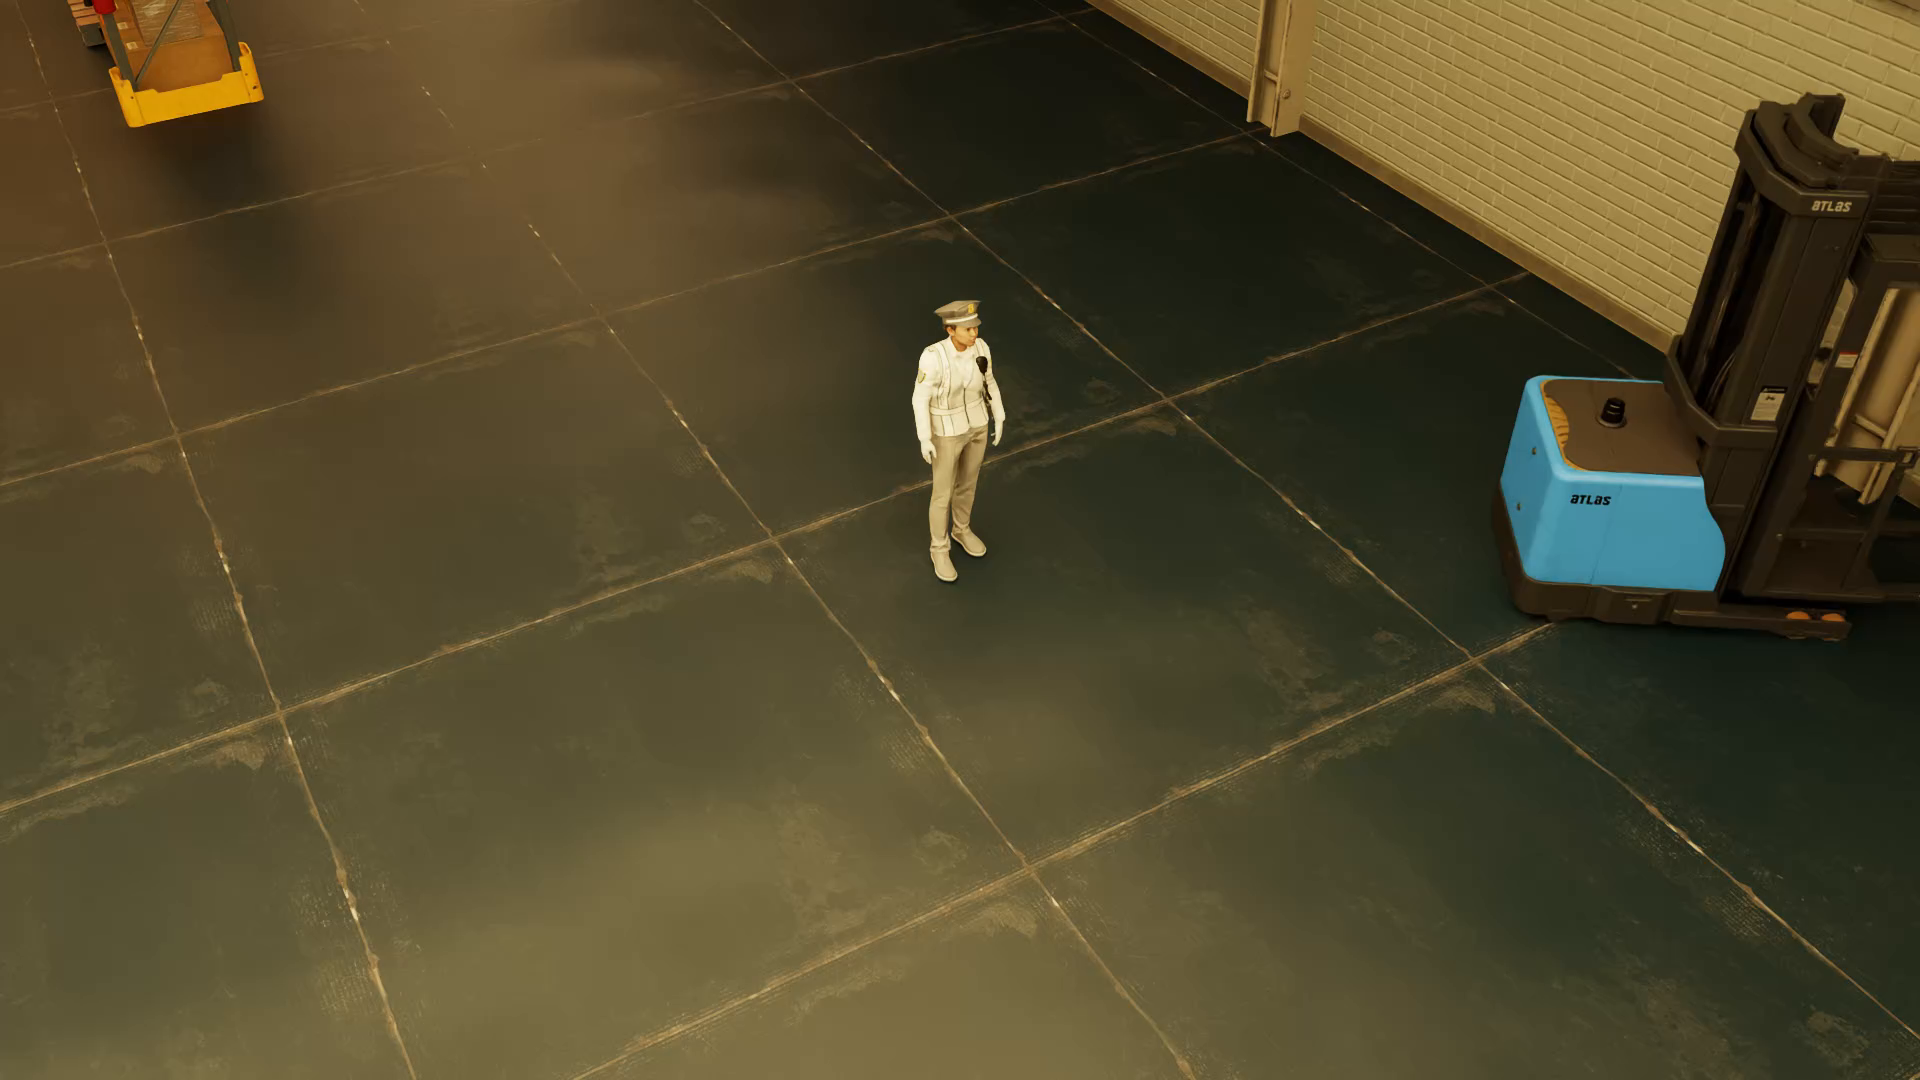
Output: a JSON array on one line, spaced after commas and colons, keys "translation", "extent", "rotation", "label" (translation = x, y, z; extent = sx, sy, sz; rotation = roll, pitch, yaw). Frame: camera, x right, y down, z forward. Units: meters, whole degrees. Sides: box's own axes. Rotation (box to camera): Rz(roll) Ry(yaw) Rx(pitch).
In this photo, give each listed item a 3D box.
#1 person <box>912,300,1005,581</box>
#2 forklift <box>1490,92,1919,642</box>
[{"translation": [0.028, -0.617, 9.738], "extent": [0.586, 1.694, 0.530], "rotation": [-20, 44, -23], "label": "person"}, {"translation": [4.797, -0.897, 9.117], "extent": [3.031, 2.935, 1.130], "rotation": [3, 40, 4], "label": "forklift"}]
